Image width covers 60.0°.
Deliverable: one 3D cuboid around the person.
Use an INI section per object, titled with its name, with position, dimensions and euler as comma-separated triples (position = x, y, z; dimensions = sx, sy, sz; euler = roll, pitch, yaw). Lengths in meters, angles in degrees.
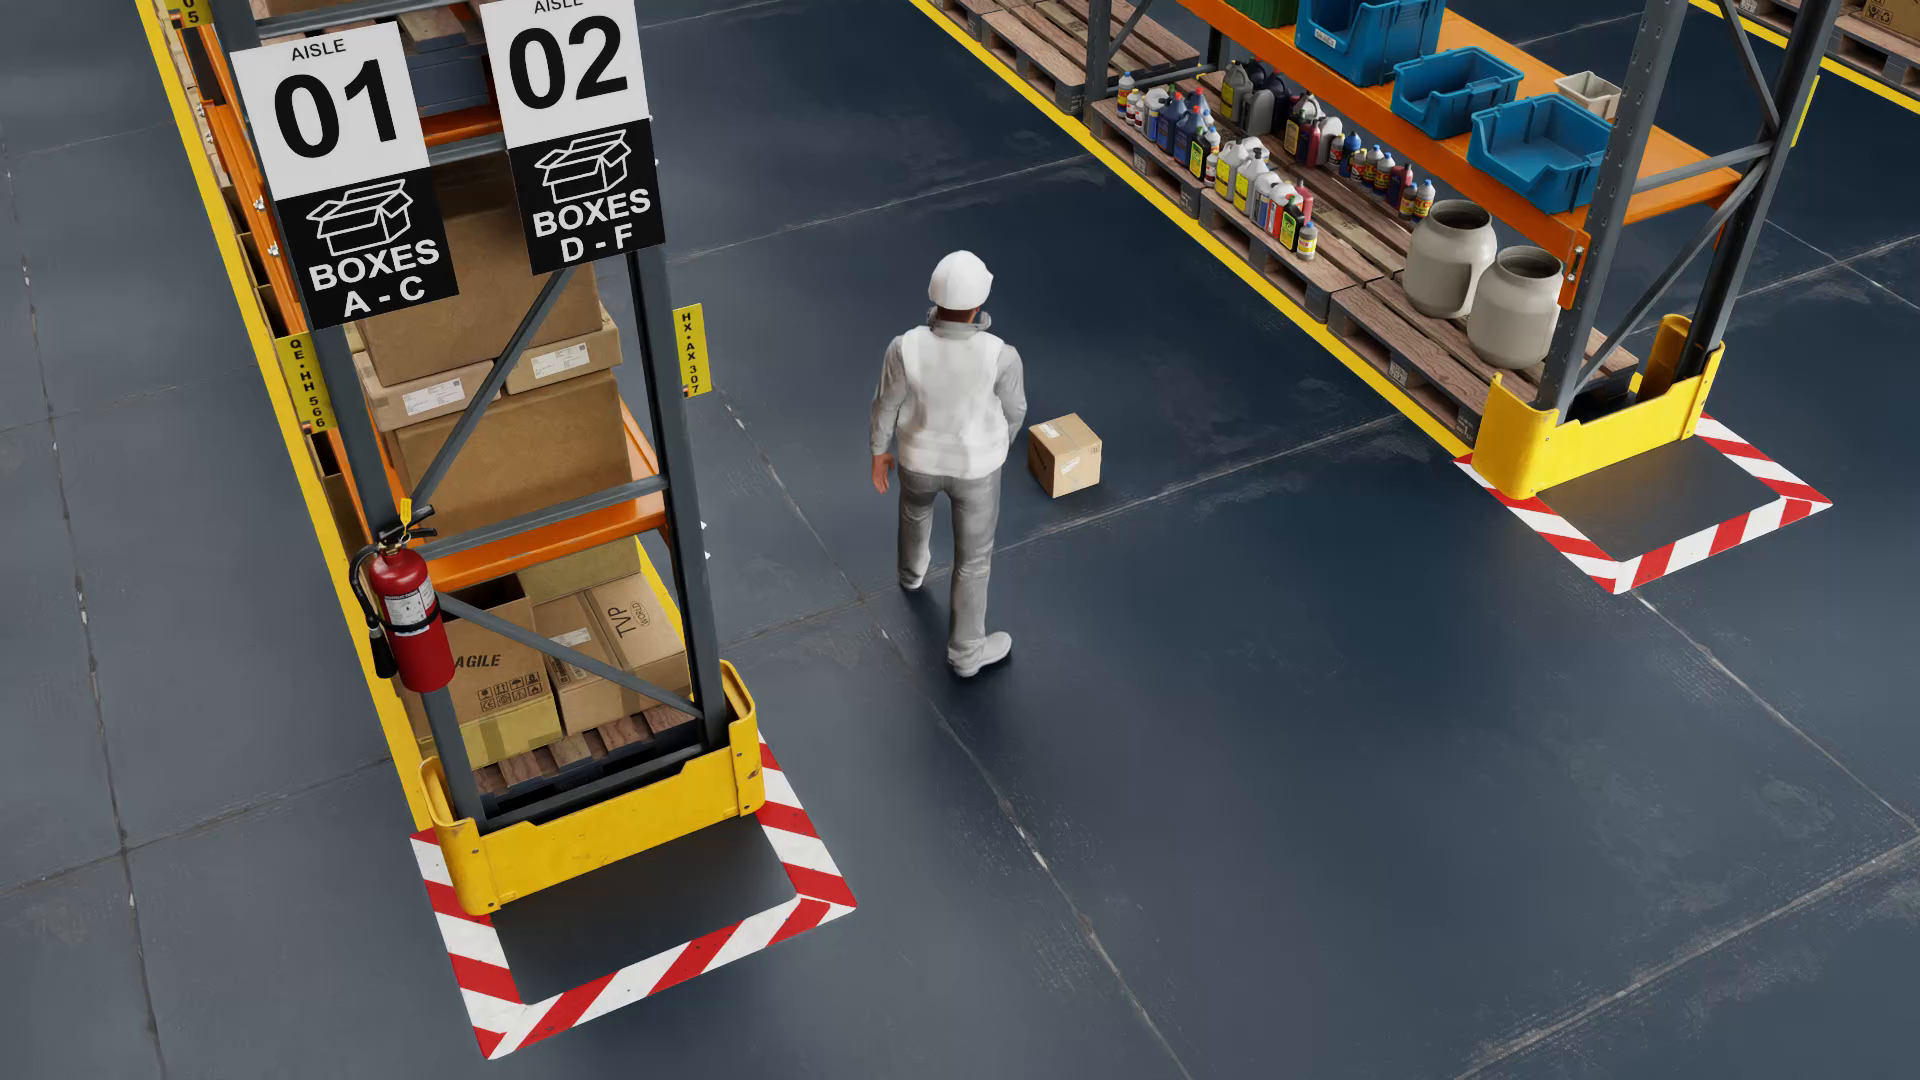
[person]
position = -0.051, -0.341, 6.554
dimensions = 0.621, 1.737, 0.777
euler = 9, 42, 10
